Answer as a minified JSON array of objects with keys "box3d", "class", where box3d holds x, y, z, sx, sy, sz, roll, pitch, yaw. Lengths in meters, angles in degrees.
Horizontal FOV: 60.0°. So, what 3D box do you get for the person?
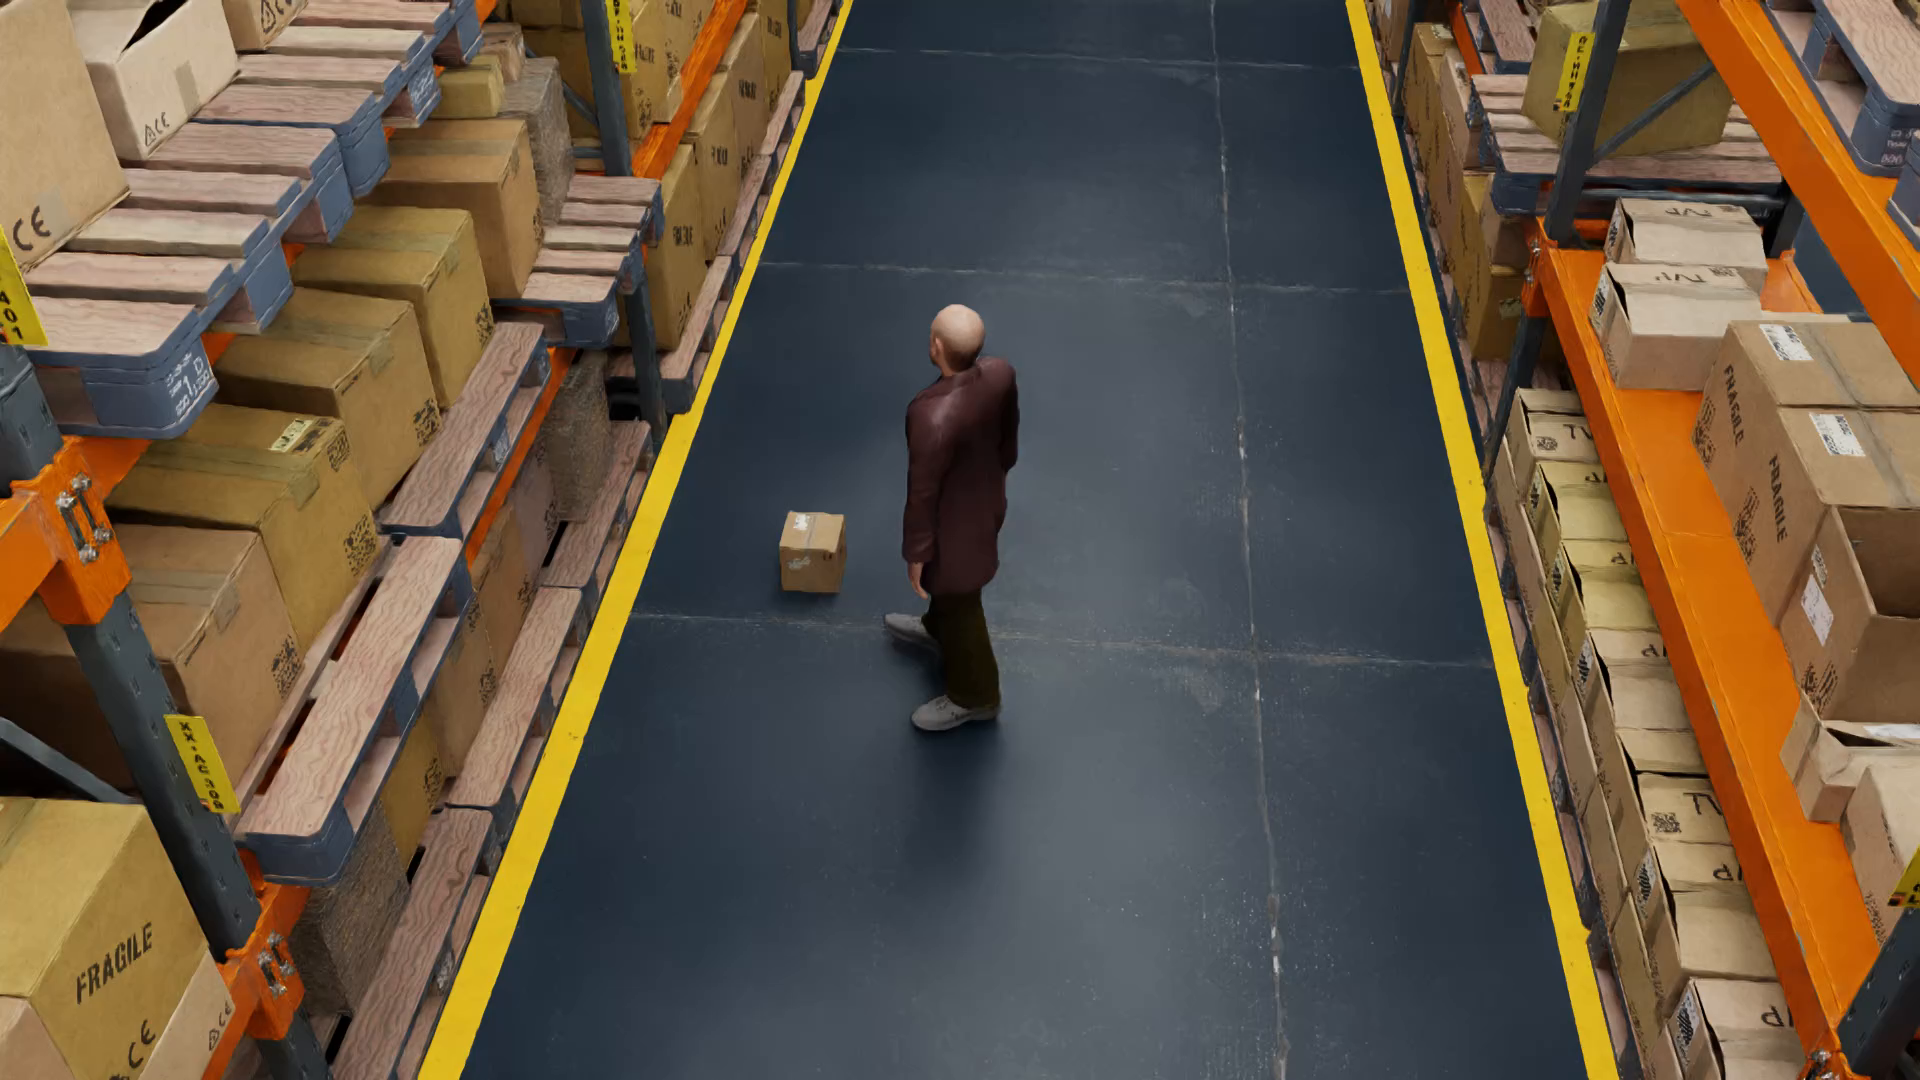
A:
[{"box3d":[-0.074,-0.143,6.302,0.663,1.775,0.767,19,43,22],"class":"person"}]
